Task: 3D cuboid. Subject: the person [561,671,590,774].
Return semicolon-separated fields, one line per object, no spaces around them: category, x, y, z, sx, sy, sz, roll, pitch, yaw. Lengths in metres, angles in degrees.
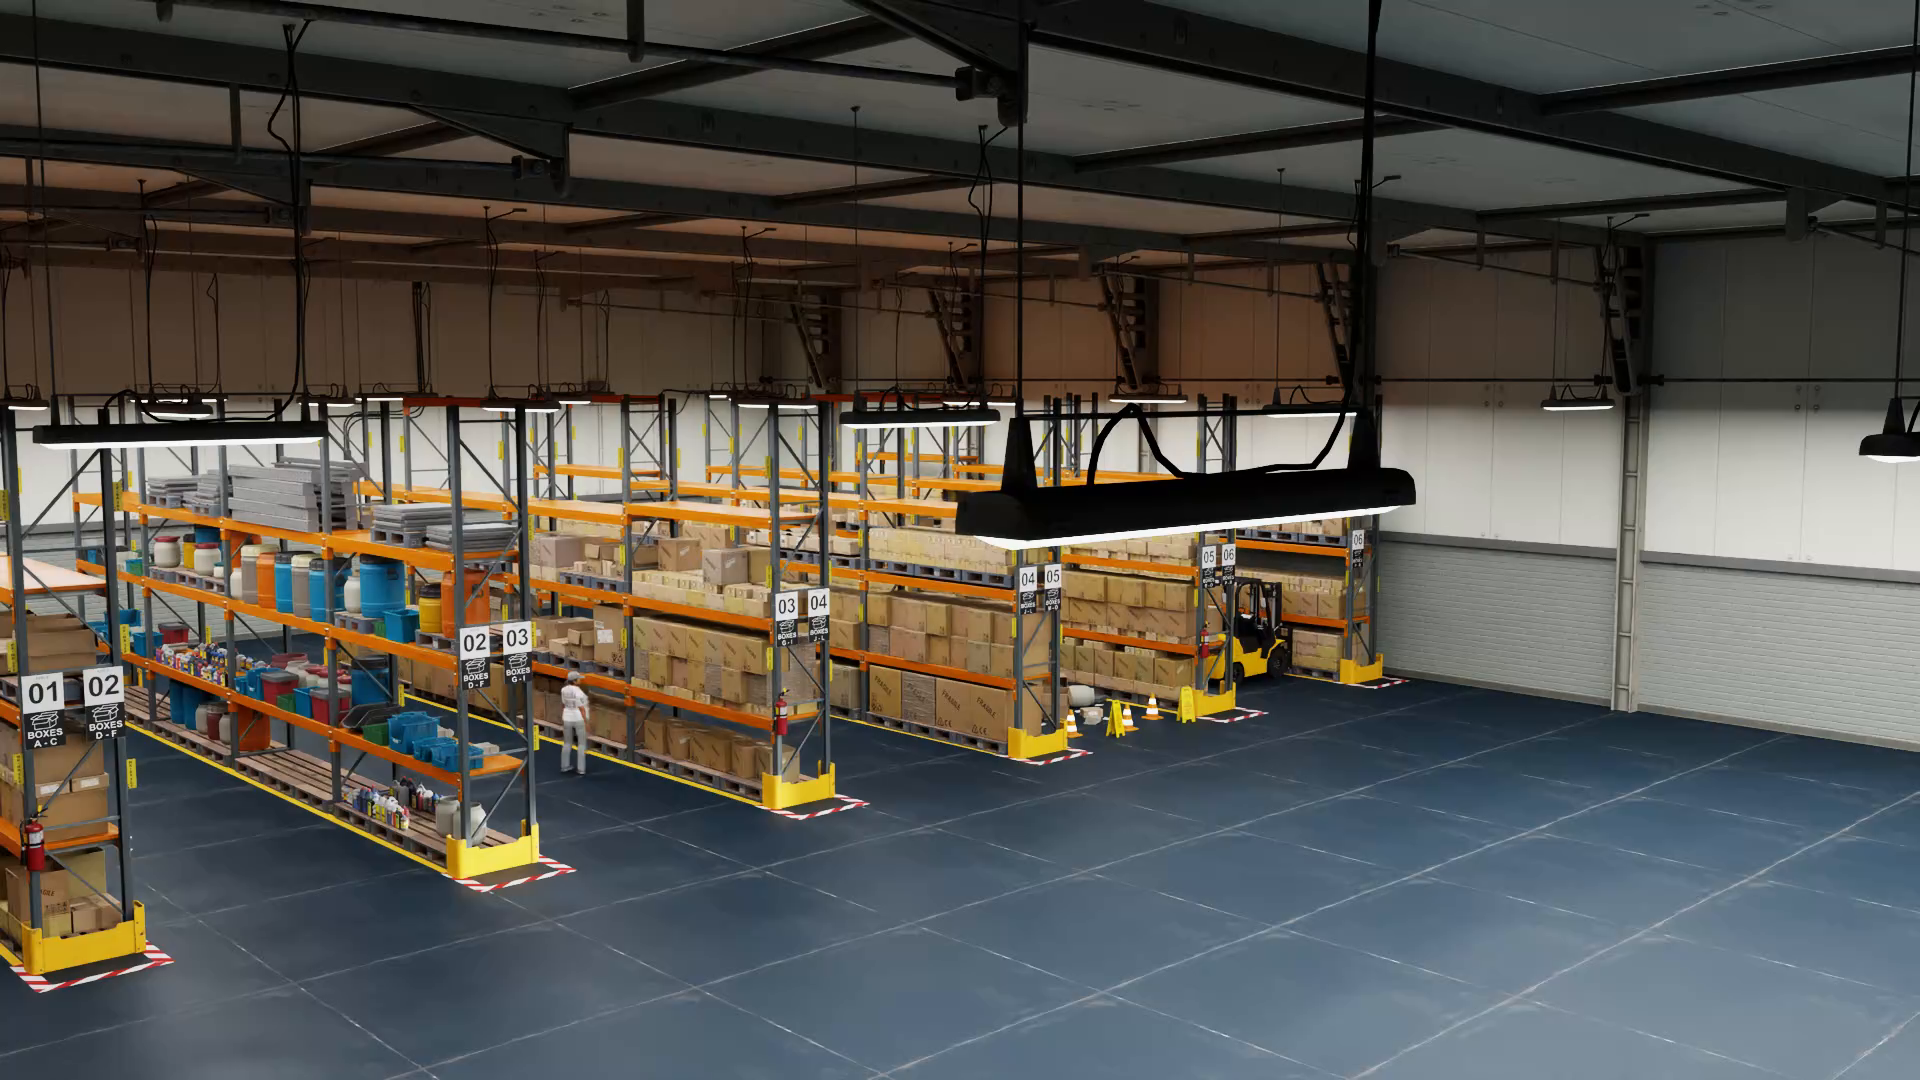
person;-6.192;2.919;26.774;0.548;1.661;0.436;2;6;20
